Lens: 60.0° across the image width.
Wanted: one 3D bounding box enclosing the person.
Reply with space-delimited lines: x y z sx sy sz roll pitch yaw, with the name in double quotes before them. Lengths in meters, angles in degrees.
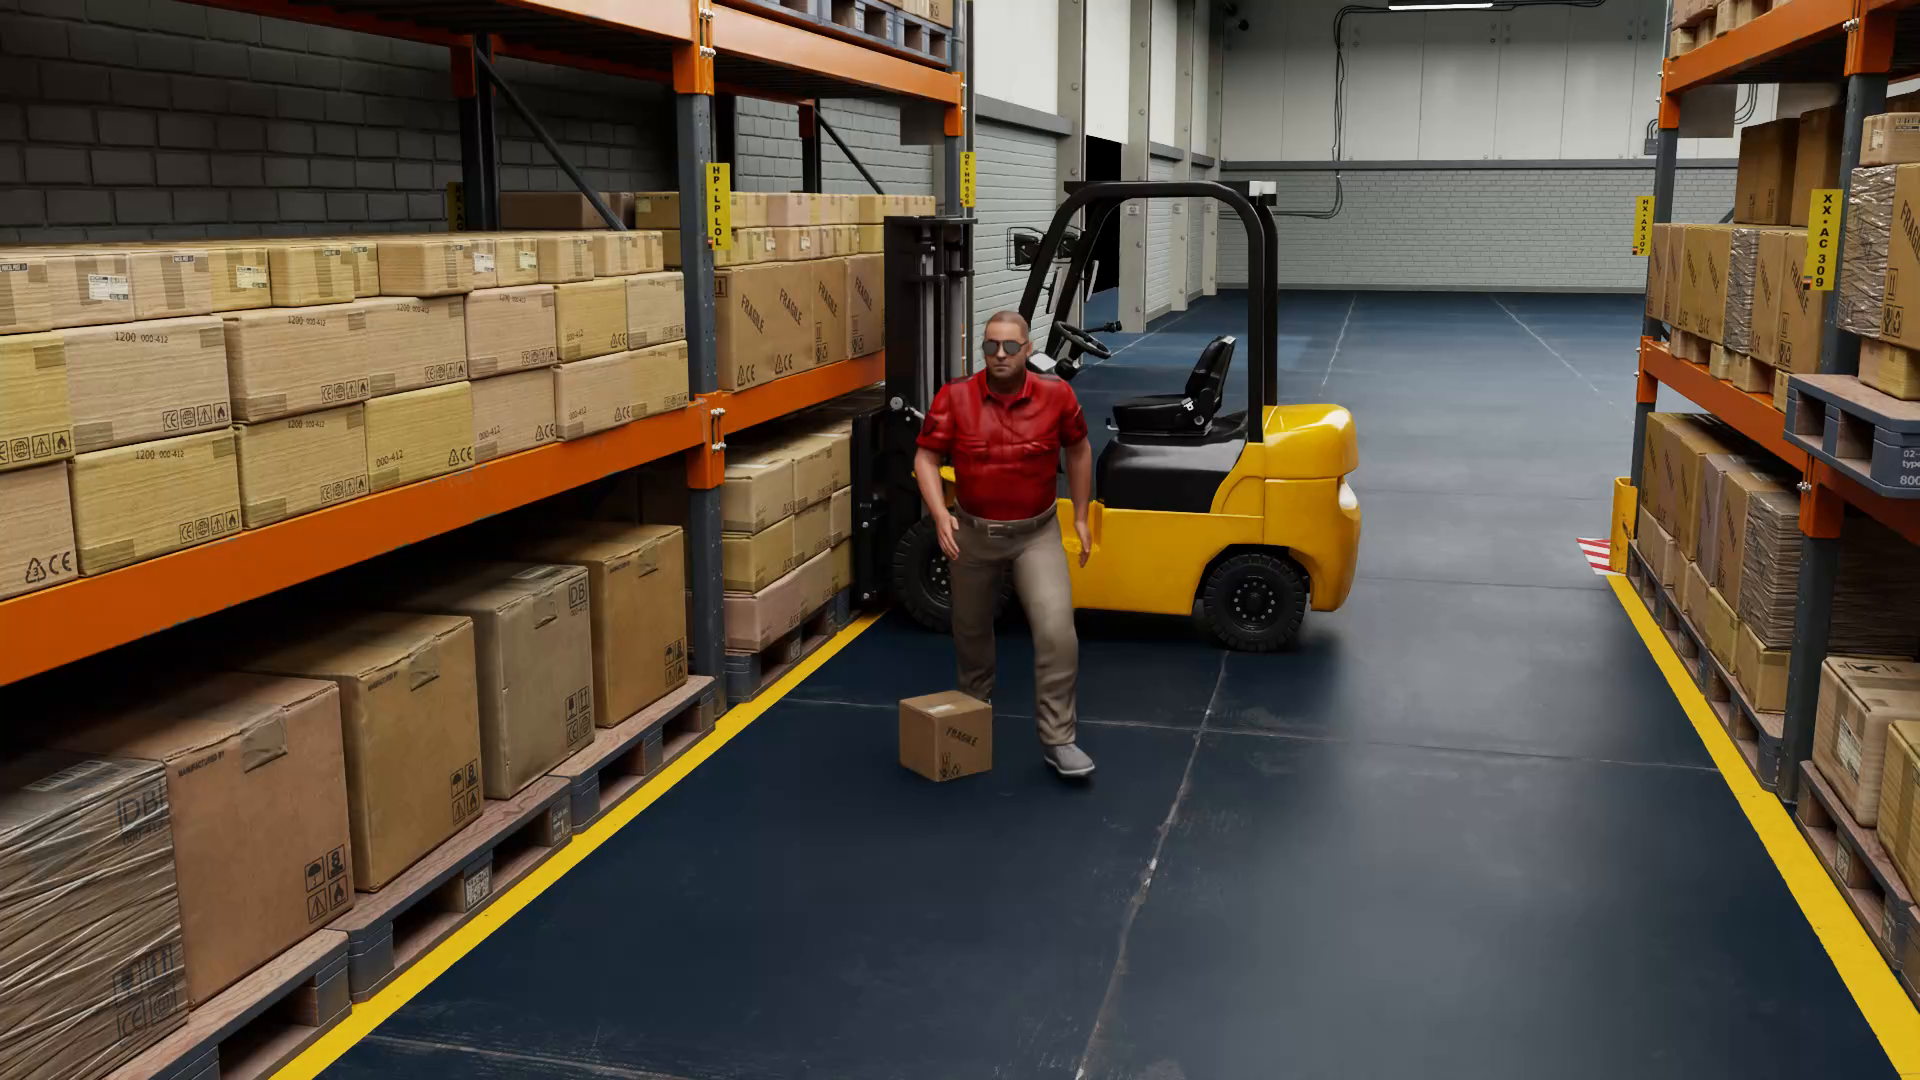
"person" 0.184 -0.023 6.155 0.680 1.660 0.861 1 11 6
